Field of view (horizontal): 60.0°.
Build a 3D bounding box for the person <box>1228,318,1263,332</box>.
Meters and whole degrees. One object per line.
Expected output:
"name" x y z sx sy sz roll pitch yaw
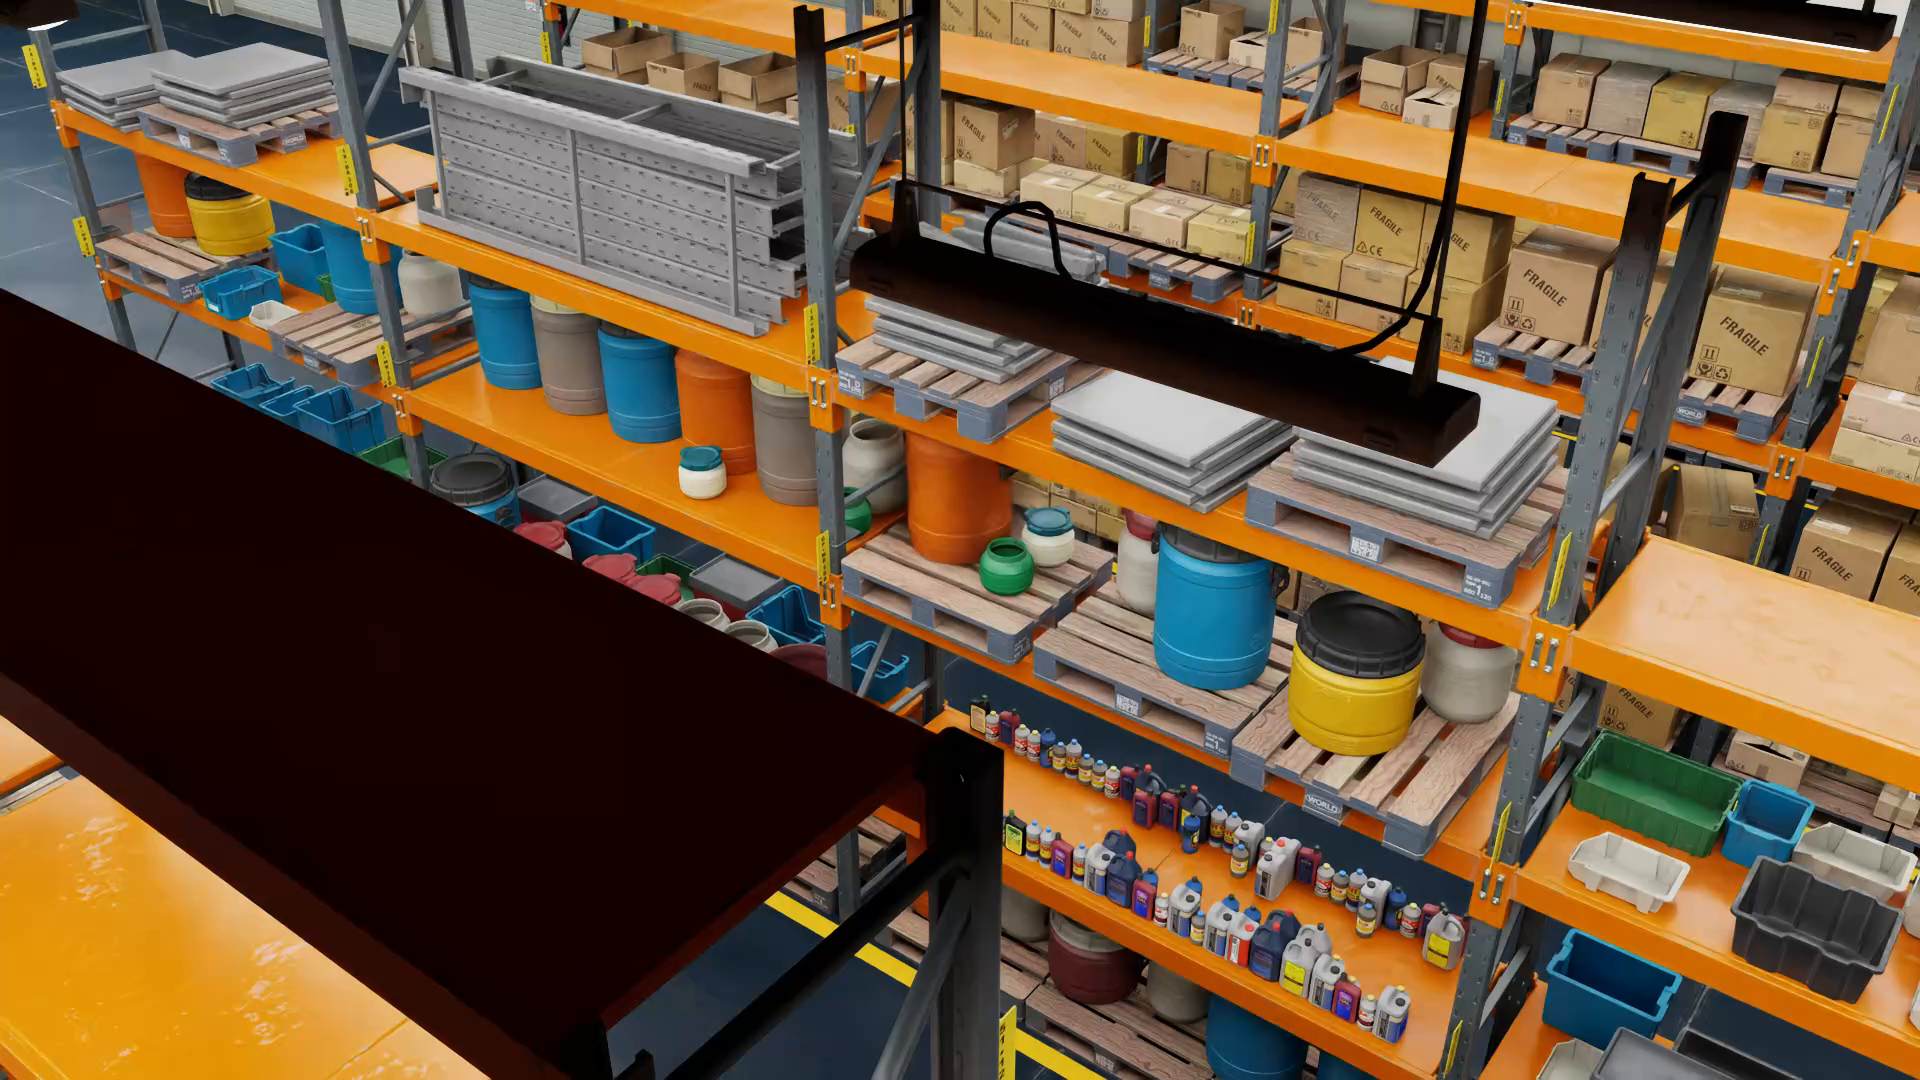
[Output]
"person" 2.848 -1.689 16.396 0.620 1.745 0.635 14 34 21
